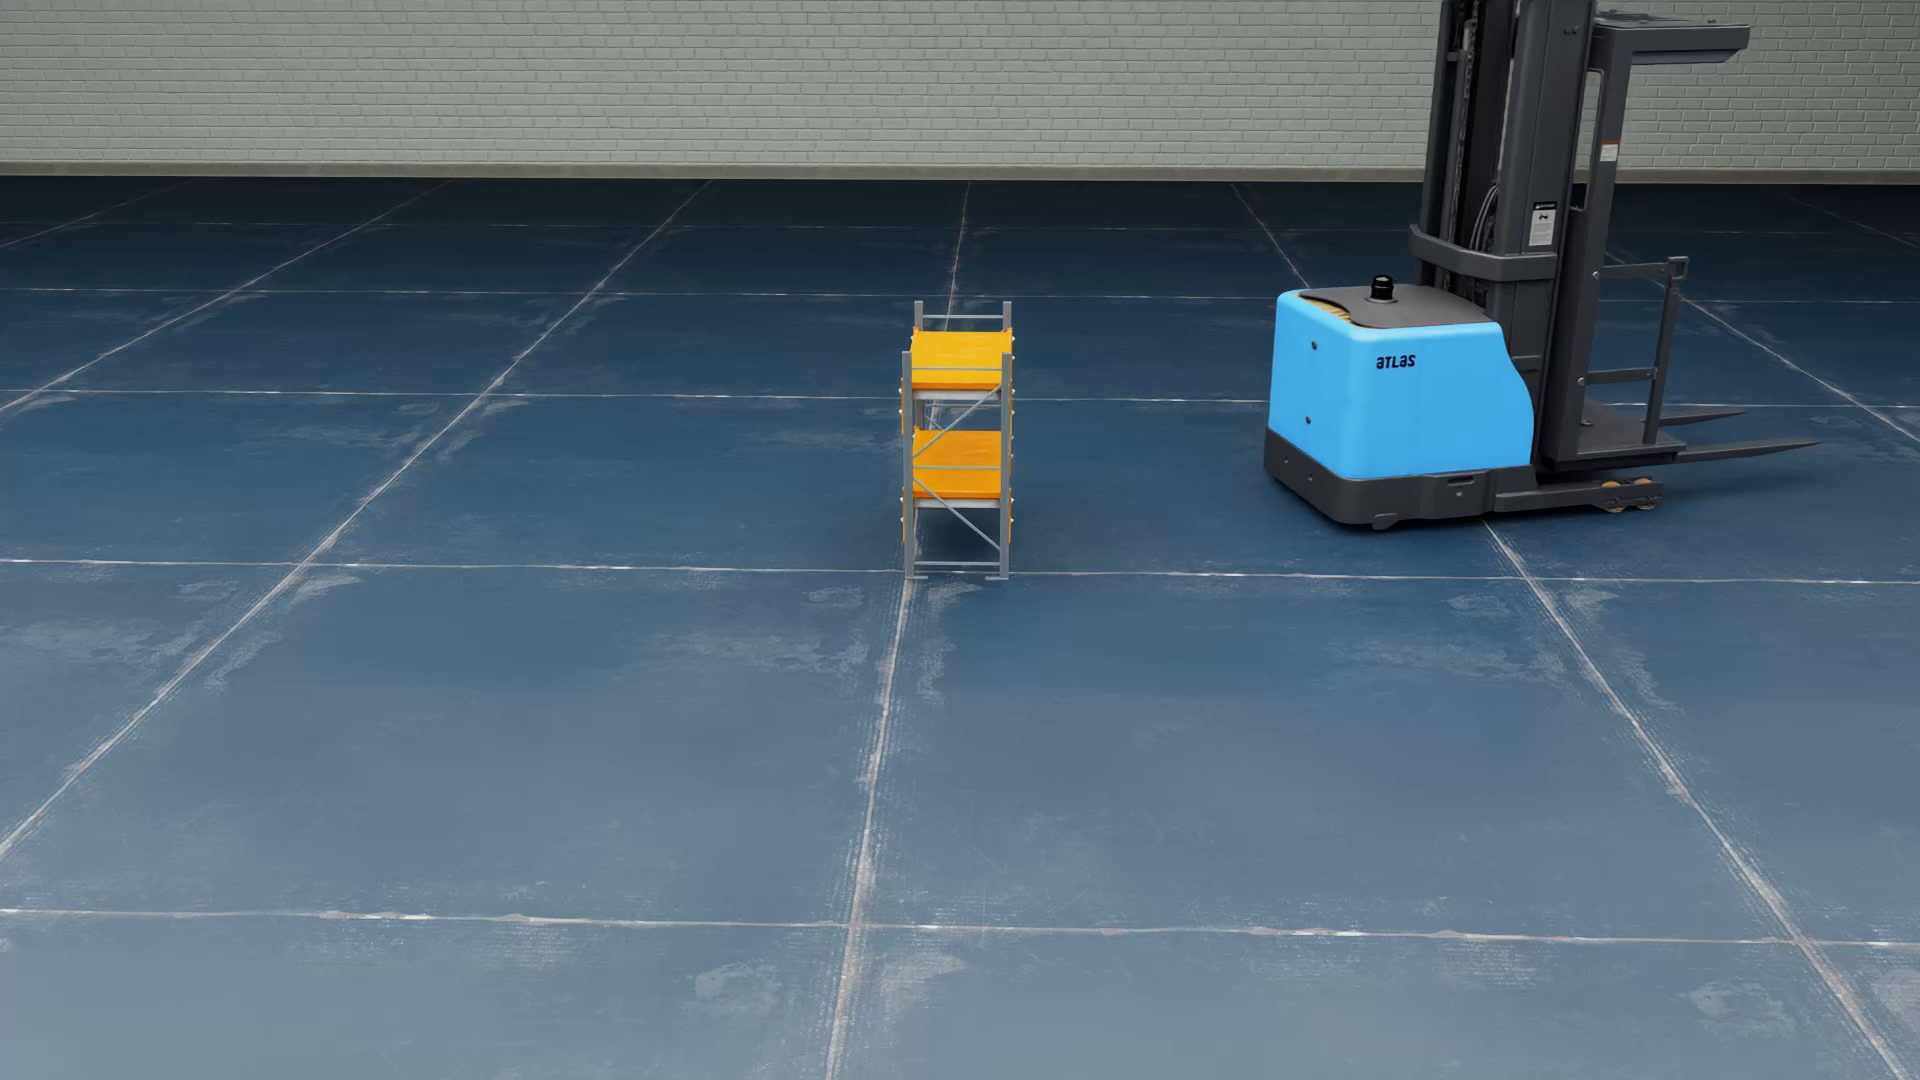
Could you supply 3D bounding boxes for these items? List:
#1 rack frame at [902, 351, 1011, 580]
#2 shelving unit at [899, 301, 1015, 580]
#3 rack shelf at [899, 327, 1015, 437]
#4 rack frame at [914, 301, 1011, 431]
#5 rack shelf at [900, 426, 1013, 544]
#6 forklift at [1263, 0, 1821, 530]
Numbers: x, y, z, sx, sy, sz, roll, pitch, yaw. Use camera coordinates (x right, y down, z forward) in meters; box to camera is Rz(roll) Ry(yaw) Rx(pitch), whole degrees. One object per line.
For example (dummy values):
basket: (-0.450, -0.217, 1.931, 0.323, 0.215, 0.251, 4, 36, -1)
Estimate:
rack frame: (-0.016, -0.338, 7.845, 0.500, 1.125, 0.032, 1, 21, 2)
shelving unit: (0.000, -0.522, 8.319, 0.538, 1.125, 1.048, 1, 21, 2)
rack shelf: (0.000, -0.795, 8.213, 0.538, 0.278, 1.000, 1, 21, 2)
rack frame: (0.015, -0.706, 8.793, 0.500, 1.125, 0.032, 1, 21, 2)
rack shelf: (0.000, -0.294, 8.408, 0.538, 0.278, 1.000, 1, 21, 2)
forklift: (3.286, -1.690, 8.833, 3.031, 2.935, 1.130, -5, 22, -13)
